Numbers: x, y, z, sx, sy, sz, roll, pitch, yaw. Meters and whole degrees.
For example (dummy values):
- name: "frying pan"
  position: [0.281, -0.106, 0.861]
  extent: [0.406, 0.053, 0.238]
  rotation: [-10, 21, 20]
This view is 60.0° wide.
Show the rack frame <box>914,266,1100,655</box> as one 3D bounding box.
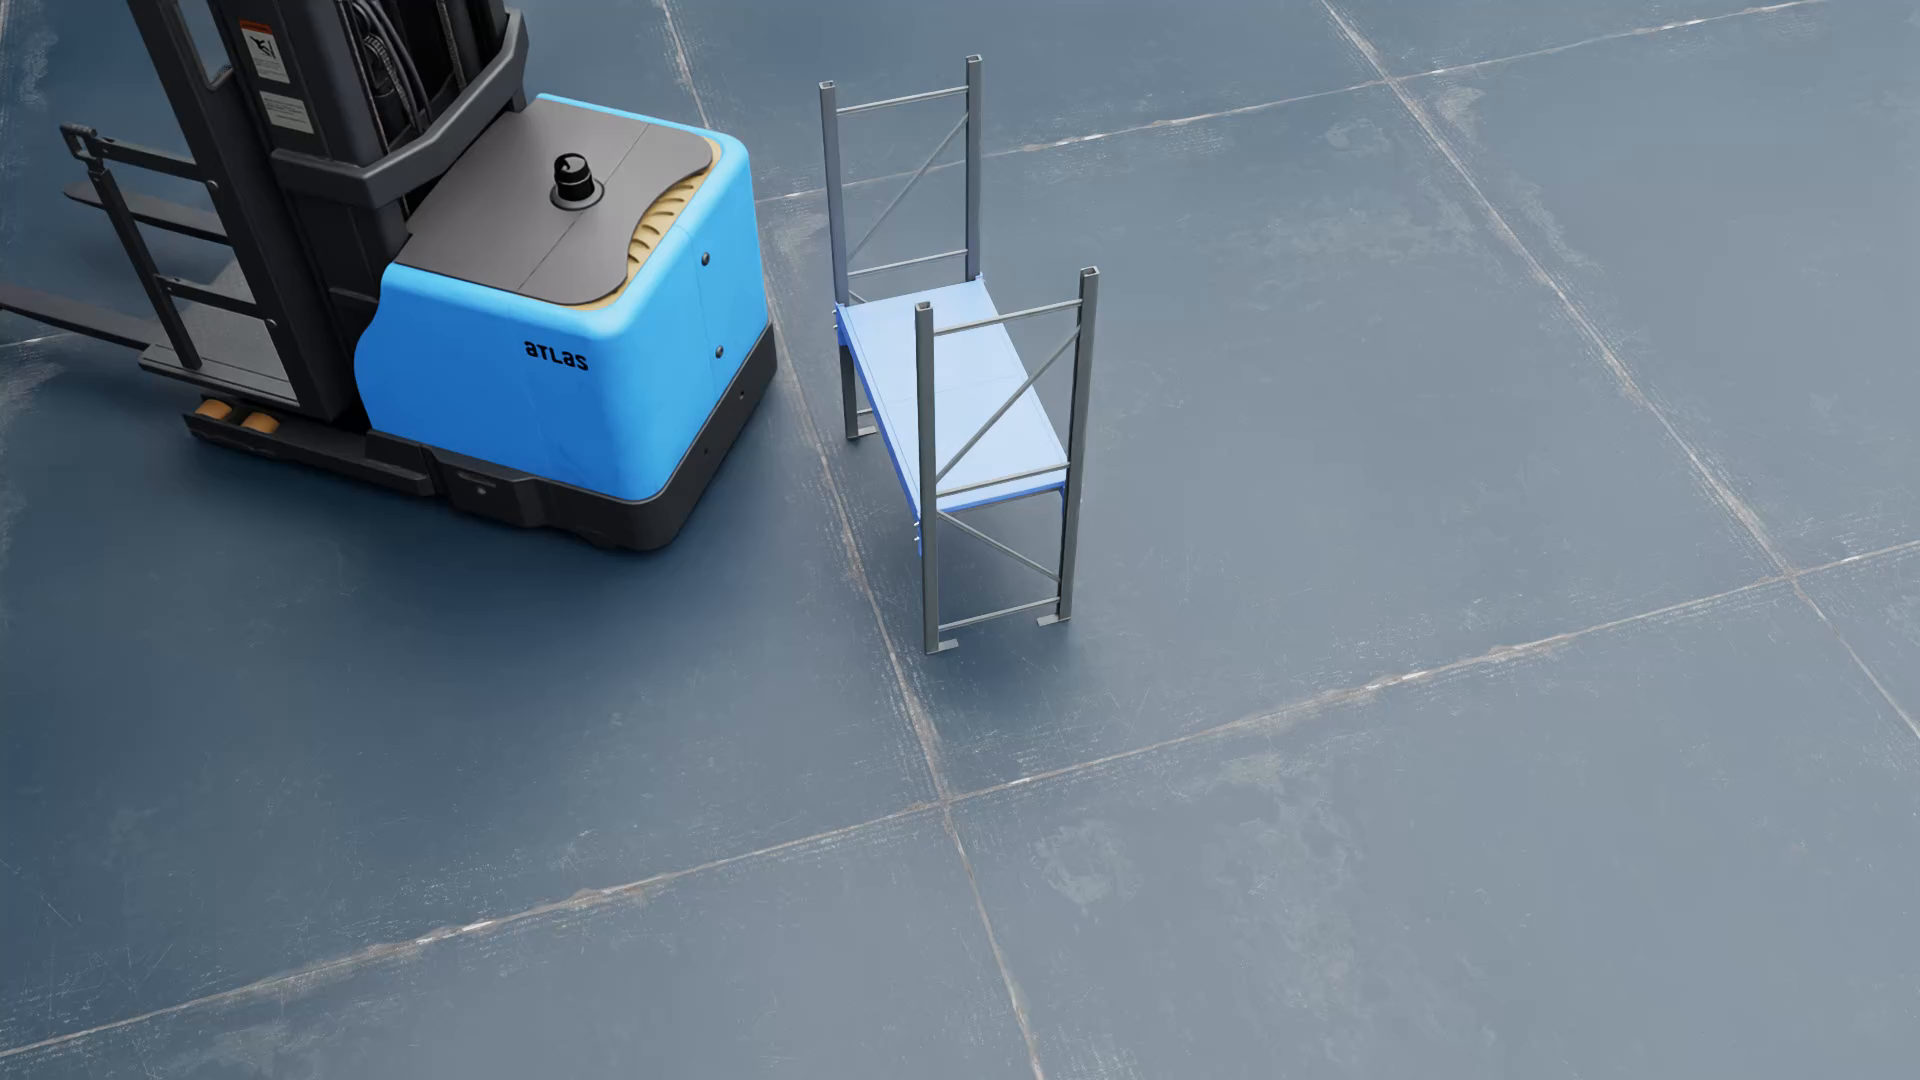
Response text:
- name: "rack frame"
  position: [0.125, -0.174, 4.916]
  extent: [0.500, 1.500, 0.032]
  rotation: [-13, 51, -11]

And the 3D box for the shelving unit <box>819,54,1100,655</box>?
- name: "shelving unit"
  position: [-0.025, -0.546, 5.229]
  extent: [0.538, 1.500, 1.048]
  rotation: [-13, 51, -11]

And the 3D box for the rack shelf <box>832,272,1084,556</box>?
- name: "rack shelf"
  position: [-0.025, -0.430, 5.367]
  extent: [0.538, 0.185, 1.000]
  rotation: [-13, 51, -11]

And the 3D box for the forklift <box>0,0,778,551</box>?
- name: "forklift"
  position: [-2.253, -1.607, 5.187]
  extent: [3.031, 2.935, 1.130]
  rotation: [15, 52, 13]

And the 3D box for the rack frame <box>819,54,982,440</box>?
- name: "rack frame"
  position: [-0.176, -0.917, 5.542]
  extent: [0.500, 1.500, 0.032]
  rotation: [-13, 51, -11]
